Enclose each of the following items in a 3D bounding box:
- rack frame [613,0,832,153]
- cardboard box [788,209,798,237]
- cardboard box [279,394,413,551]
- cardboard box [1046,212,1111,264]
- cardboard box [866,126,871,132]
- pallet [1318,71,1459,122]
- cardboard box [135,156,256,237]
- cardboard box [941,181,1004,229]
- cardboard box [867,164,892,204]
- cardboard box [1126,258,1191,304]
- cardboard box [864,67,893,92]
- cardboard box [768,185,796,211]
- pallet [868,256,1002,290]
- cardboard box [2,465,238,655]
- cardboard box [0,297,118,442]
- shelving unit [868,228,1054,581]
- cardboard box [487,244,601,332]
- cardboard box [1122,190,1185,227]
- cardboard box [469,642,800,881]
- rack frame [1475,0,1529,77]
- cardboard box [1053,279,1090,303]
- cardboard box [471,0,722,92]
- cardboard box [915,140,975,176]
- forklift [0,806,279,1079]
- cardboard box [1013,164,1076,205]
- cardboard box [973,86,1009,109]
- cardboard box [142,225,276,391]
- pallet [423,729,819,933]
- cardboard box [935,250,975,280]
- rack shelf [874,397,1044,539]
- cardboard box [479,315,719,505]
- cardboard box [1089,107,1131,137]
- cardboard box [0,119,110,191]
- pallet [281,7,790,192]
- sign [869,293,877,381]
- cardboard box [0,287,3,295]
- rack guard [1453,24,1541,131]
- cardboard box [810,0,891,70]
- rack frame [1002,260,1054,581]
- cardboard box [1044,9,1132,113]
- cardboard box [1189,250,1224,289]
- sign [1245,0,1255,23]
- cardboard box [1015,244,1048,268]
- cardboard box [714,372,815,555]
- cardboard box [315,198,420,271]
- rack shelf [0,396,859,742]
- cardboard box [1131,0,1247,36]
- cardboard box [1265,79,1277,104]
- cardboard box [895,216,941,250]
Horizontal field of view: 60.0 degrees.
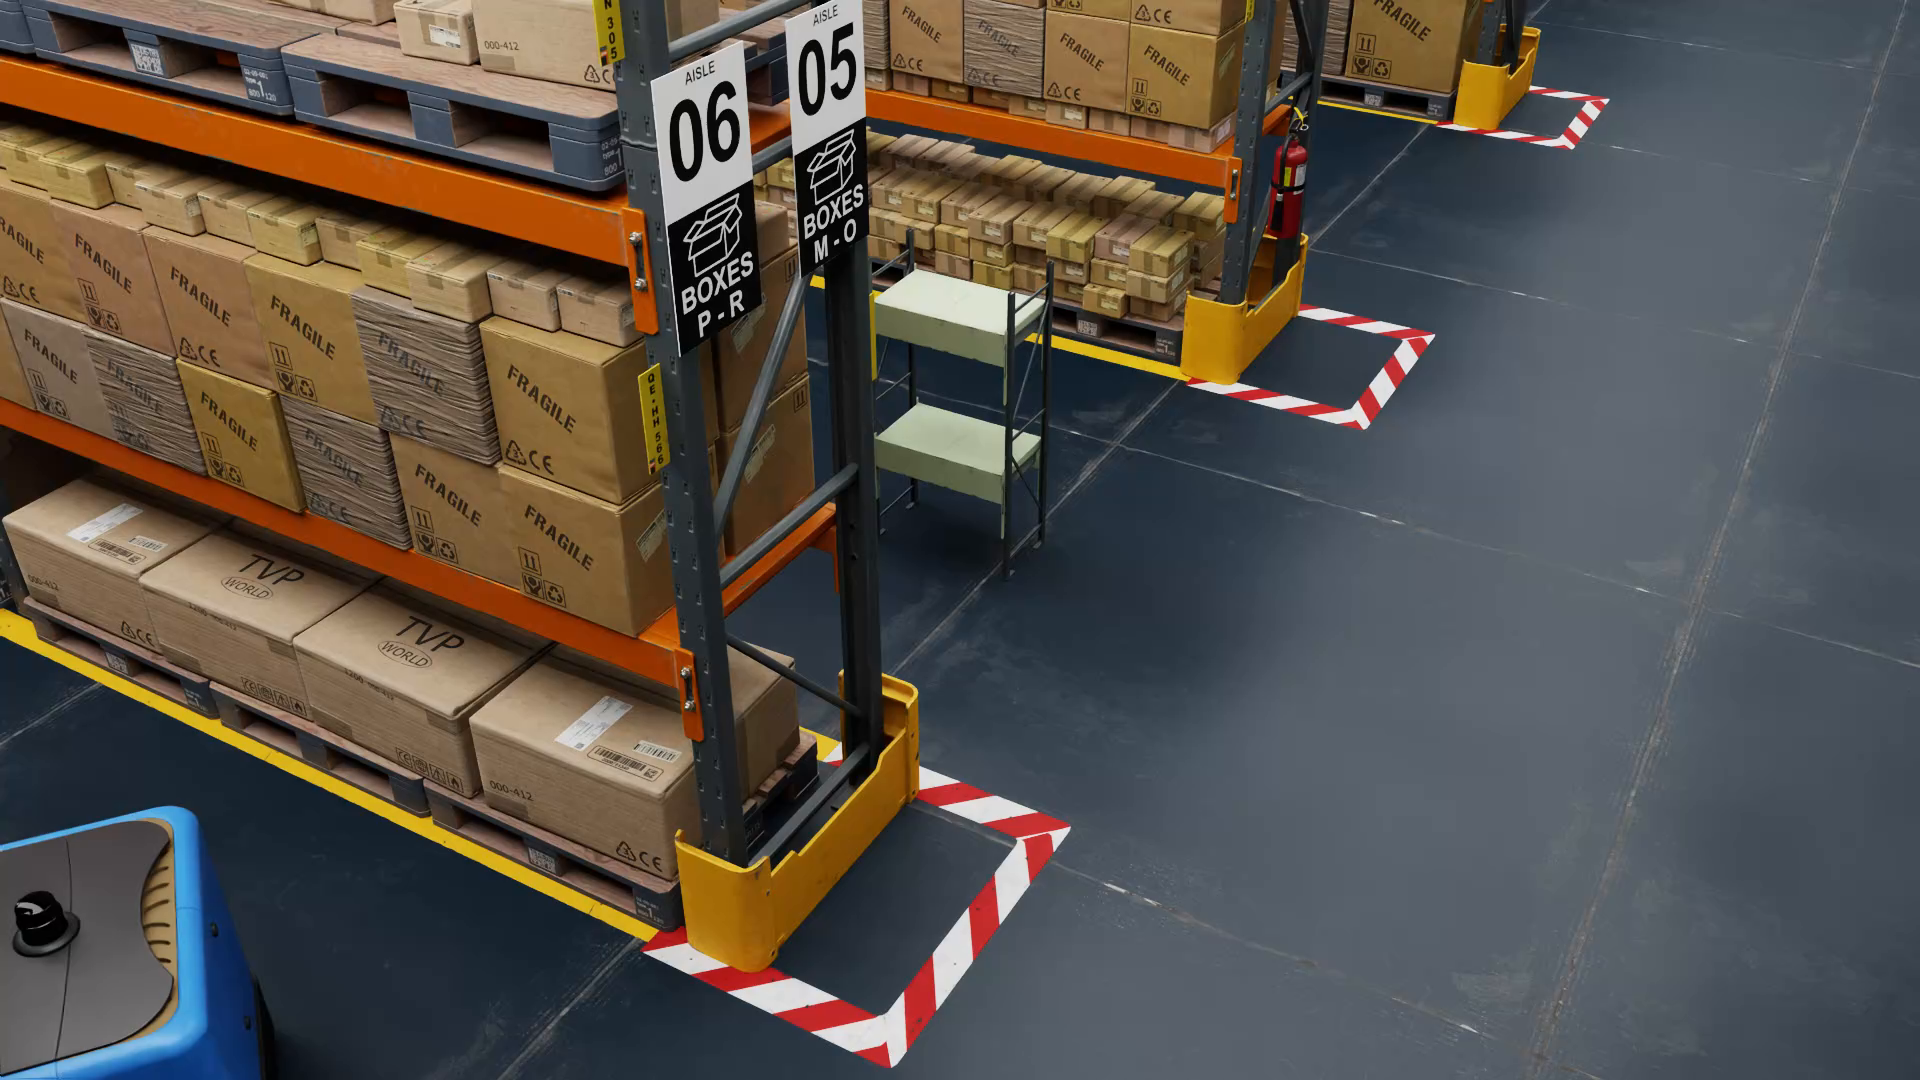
[{"bbox_3d":[-0.599,-2.522,3.918,0.127,3.000,1.000,18,37,24],"label":"rack frame"},{"bbox_3d":[-1.074,-2.152,10.968,0.250,0.149,0.380,17,37,24],"label":"cardboard box"},{"bbox_3d":[-2.029,-0.354,5.985,0.500,0.500,0.500,19,38,26],"label":"cardboard box"},{"bbox_3d":[0.706,-1.801,9.905,0.250,0.149,0.380,17,37,23],"label":"cardboard box"},{"bbox_3d":[-0.805,-2.682,11.228,0.250,0.149,0.380,17,37,24],"label":"cardboard box"},{"bbox_3d":[3.585,-3.815,13.789,1.213,0.211,1.003,18,37,24],"label":"pallet"},{"bbox_3d":[-2.614,-1.213,5.788,0.250,0.149,0.380,18,38,25],"label":"cardboard box"},{"bbox_3d":[0.078,-2.076,10.317,0.250,0.149,0.380,16,37,23],"label":"cardboard box"},{"bbox_3d":[-0.636,-2.256,10.588,0.250,0.149,0.380,18,38,25],"label":"cardboard box"},{"bbox_3d":[1.169,-1.555,9.803,0.250,0.149,0.380,17,37,23],"label":"cardboard box"},{"bbox_3d":[-0.453,-2.856,10.059,0.250,0.149,0.380,19,38,26],"label":"cardboard box"},{"bbox_3d":[-1.054,-2.317,10.948,0.250,0.149,0.380,17,37,24],"label":"cardboard box"},{"bbox_3d":[-0.040,-1.872,10.870,1.213,0.211,1.003,18,37,24],"label":"pallet"},{"bbox_3d":[-3.580,-0.009,7.490,0.875,0.438,0.875,17,37,24],"label":"cardboard box"},{"bbox_3d":[-3.360,-0.771,6.612,0.500,0.500,0.500,18,38,25],"label":"cardboard box"},{"bbox_3d":[-0.006,-0.626,7.837,0.755,1.500,0.431,18,37,24],"label":"shelving unit"},{"bbox_3d":[-1.243,-0.813,5.188,0.250,0.149,0.380,18,38,25],"label":"cardboard box"},{"bbox_3d":[1.184,-1.996,10.198,0.250,0.149,0.380,18,38,25],"label":"cardboard box"},{"bbox_3d":[-1.222,0.733,6.375,0.875,0.438,0.875,16,37,23],"label":"cardboard box"},{"bbox_3d":[4.318,-4.794,12.743,0.127,3.000,1.000,18,37,24],"label":"rack frame"},{"bbox_3d":[0.748,-1.603,10.145,0.250,0.149,0.380,17,37,24],"label":"cardboard box"},{"bbox_3d":[-1.035,-1.508,4.768,0.500,0.250,0.500,14,36,20],"label":"cardboard box"},{"bbox_3d":[-0.097,-2.475,10.917,0.250,0.149,0.380,16,37,23],"label":"cardboard box"},{"bbox_3d":[-3.563,1.031,4.057,3.031,2.935,1.130,-13,36,-19],"label":"forklift"},{"bbox_3d":[0.536,-2.236,10.558,0.250,0.149,0.380,19,38,26],"label":"cardboard box"},{"bbox_3d":[0.271,-2.681,9.796,0.250,0.149,0.380,16,37,22],"label":"cardboard box"},{"bbox_3d":[-2.468,-0.907,5.914,0.500,0.500,0.500,17,37,24],"label":"cardboard box"},{"bbox_3d":[-1.332,0.954,6.628,1.213,0.211,1.003,18,37,24],"label":"pallet"},{"bbox_3d":[0.048,-1.790,10.425,0.250,0.149,0.380,18,38,25],"label":"cardboard box"},{"bbox_3d":[-0.006,-0.355,8.018,0.720,0.370,0.431,18,37,24],"label":"rack shelf"},{"bbox_3d":[-1.136,-0.501,5.303,0.500,0.500,0.500,19,38,26],"label":"cardboard box"},{"bbox_3d":[0.923,-2.432,9.423,0.250,0.149,0.380,17,37,24],"label":"cardboard box"},{"bbox_3d":[-3.268,-1.430,6.114,0.250,0.149,0.380,17,37,24],"label":"cardboard box"},{"bbox_3d":[-1.249,-1.436,5.073,1.213,0.211,1.003,18,37,24],"label":"pallet"},{"bbox_3d":[-0.319,-0.684,5.718,0.005,0.325,0.100,18,37,24],"label":"sign"},{"bbox_3d":[-3.779,-1.335,6.557,0.500,0.500,0.500,18,38,25],"label":"cardboard box"},{"bbox_3d":[4.339,-3.747,13.426,0.348,0.500,1.175,18,37,24],"label":"rack guard"},{"bbox_3d":[-0.546,-3.154,9.922,0.500,0.500,0.500,17,37,23],"label":"cardboard box"},{"bbox_3d":[0.312,-0.525,7.686,0.023,1.500,0.400,18,37,24],"label":"rack frame"},{"bbox_3d":[0.807,-2.744,9.306,0.500,0.500,0.500,17,37,24],"label":"cardboard box"},{"bbox_3d":[1.473,-1.721,10.322,0.250,0.149,0.380,18,38,25],"label":"cardboard box"},{"bbox_3d":[1.476,-2.787,8.399,0.005,0.325,0.100,18,37,24],"label":"sign"},{"bbox_3d":[0.535,-1.820,10.202,0.250,0.149,0.380,17,37,24],"label":"cardboard box"},{"bbox_3d":[-0.874,-0.337,5.959,0.500,0.500,0.500,17,37,24],"label":"cardboard box"},{"bbox_3d":[-1.899,-1.039,5.526,0.250,0.149,0.380,17,37,24],"label":"cardboard box"},{"bbox_3d":[-2.336,-0.276,6.607,4.000,0.370,1.077,18,37,24],"label":"rack shelf"},{"bbox_3d":[1.248,-3.023,8.822,0.500,0.500,0.500,17,37,23],"label":"cardboard box"},{"bbox_3d":[1.650,-2.577,9.640,0.250,0.149,0.380,17,37,24],"label":"cardboard box"},{"bbox_3d":[-0.205,-1.975,10.434,0.250,0.149,0.380,18,38,25],"label":"cardboard box"}]
